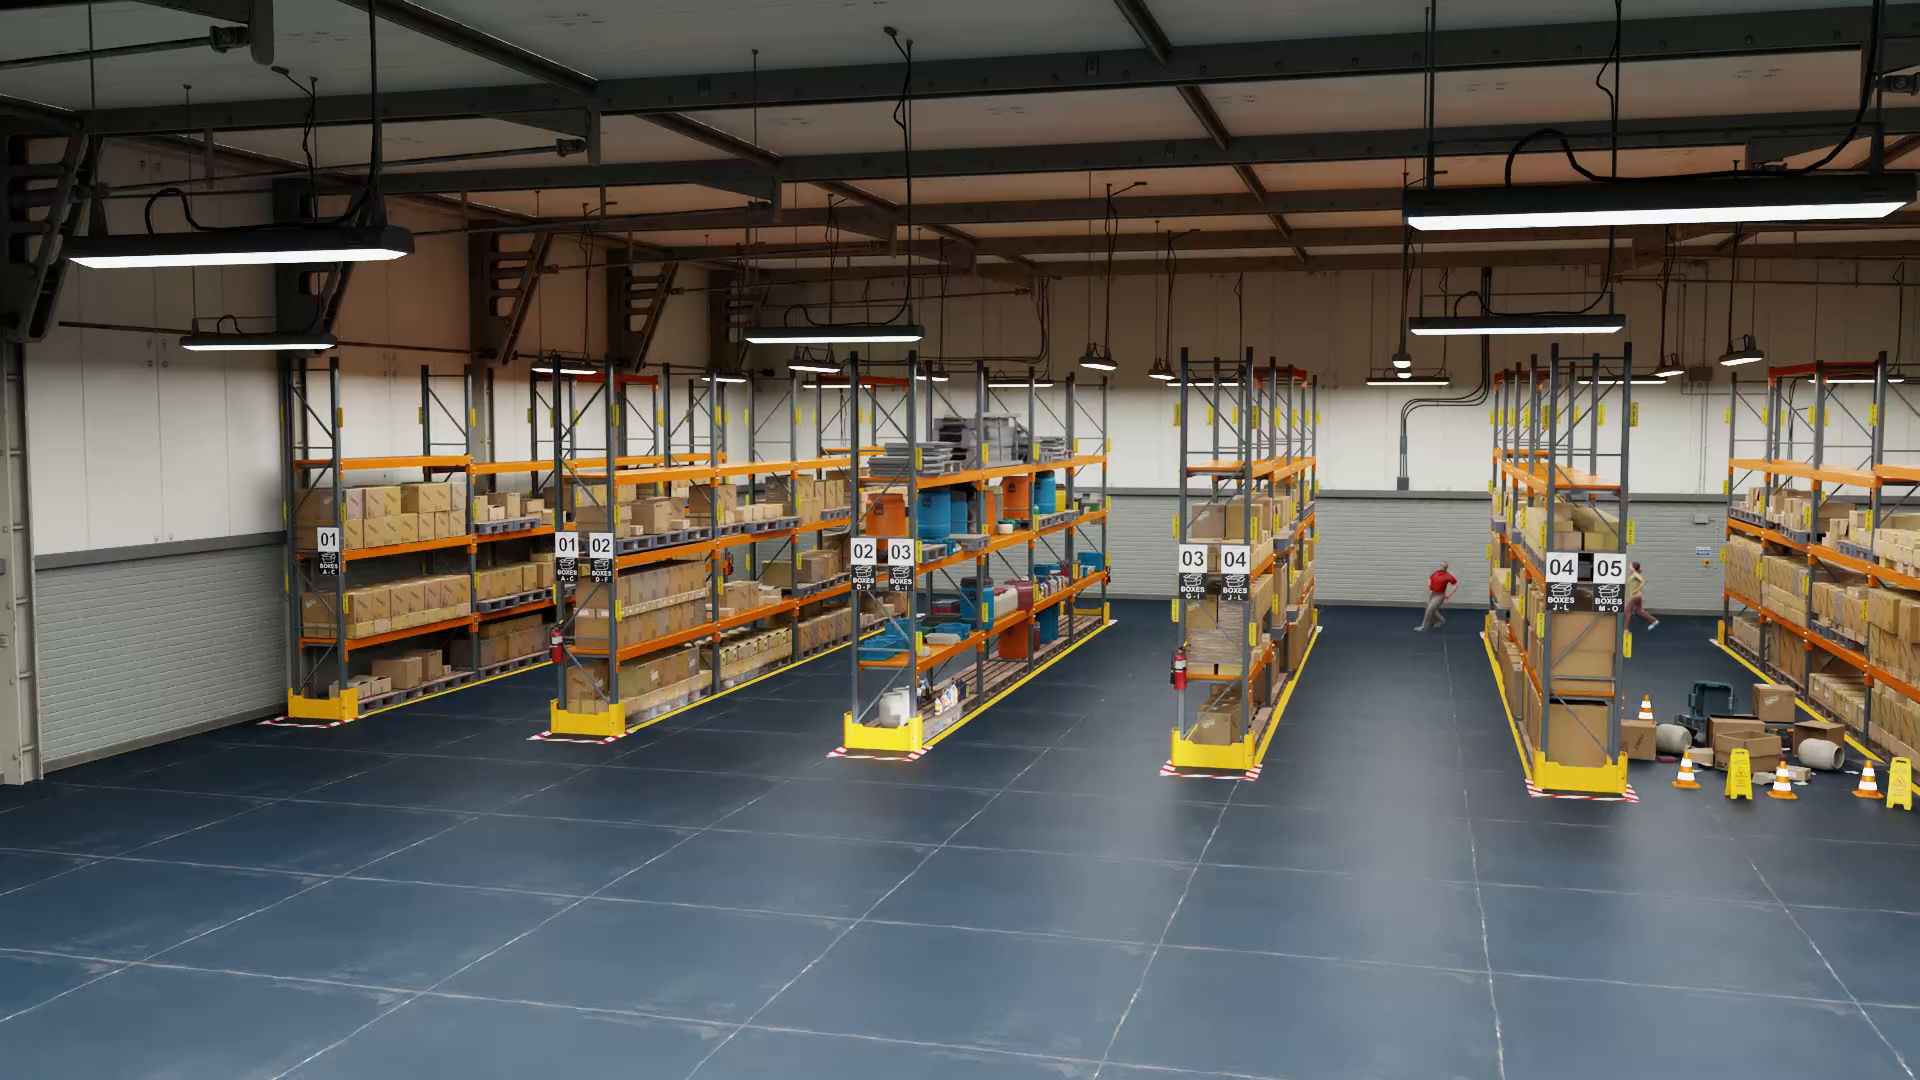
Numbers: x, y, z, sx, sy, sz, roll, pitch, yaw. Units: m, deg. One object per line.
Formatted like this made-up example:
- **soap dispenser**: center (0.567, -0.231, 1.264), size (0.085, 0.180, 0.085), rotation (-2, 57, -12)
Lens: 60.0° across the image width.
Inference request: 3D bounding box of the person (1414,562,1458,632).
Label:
- **person**: center (11.079, 1.325, 38.786), size (0.920, 1.656, 0.749), rotation (-1, 4, -17)

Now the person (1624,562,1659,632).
- **person**: center (15.668, 1.391, 38.451), size (0.965, 1.592, 0.583), rotation (2, 4, 20)
